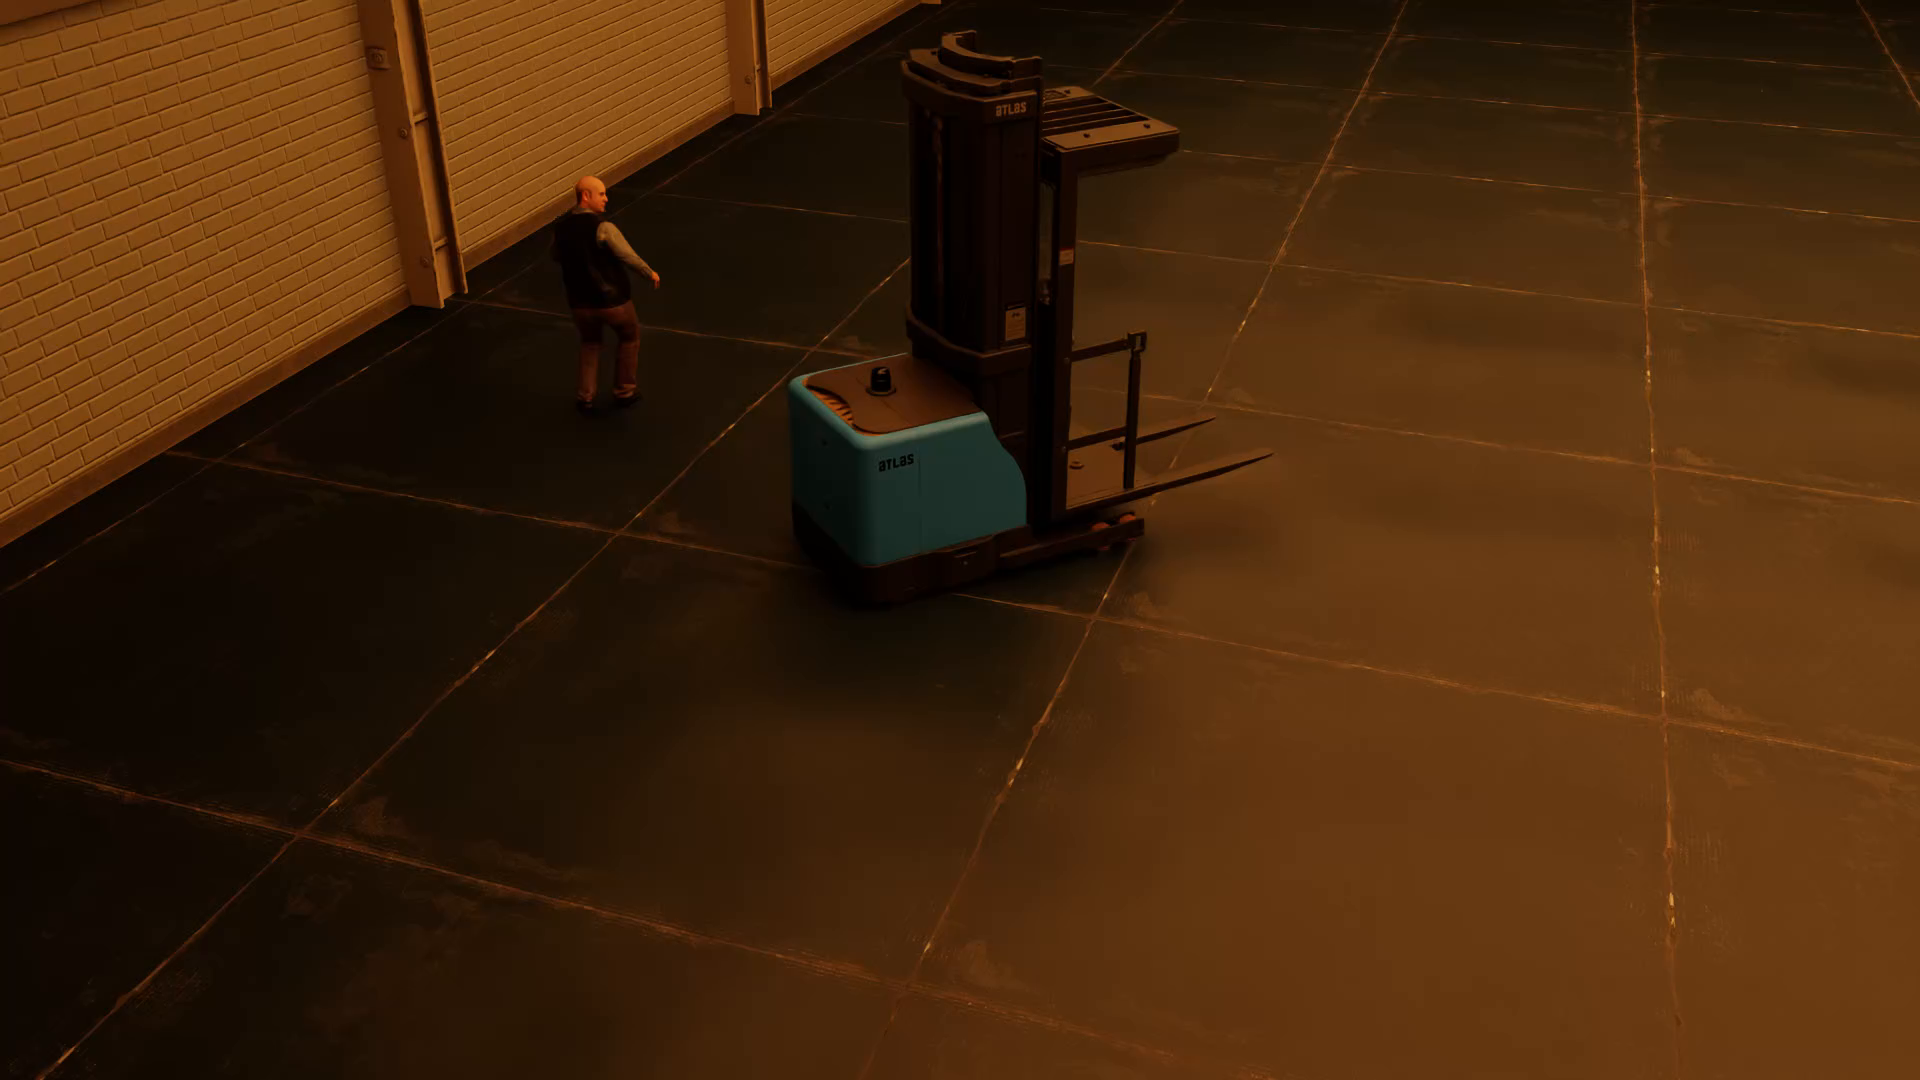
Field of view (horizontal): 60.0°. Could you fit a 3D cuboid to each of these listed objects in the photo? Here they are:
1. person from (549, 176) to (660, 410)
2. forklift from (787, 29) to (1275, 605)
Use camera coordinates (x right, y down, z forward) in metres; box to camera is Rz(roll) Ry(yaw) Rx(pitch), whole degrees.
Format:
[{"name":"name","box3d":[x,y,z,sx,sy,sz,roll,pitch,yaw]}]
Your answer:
[{"name":"person","box3d":[-2.441,-1.691,11.427,0.770,1.660,0.694,7,30,12]},{"name":"forklift","box3d":[0.531,-1.423,9.633,3.031,2.935,1.130,-15,33,-25]}]
